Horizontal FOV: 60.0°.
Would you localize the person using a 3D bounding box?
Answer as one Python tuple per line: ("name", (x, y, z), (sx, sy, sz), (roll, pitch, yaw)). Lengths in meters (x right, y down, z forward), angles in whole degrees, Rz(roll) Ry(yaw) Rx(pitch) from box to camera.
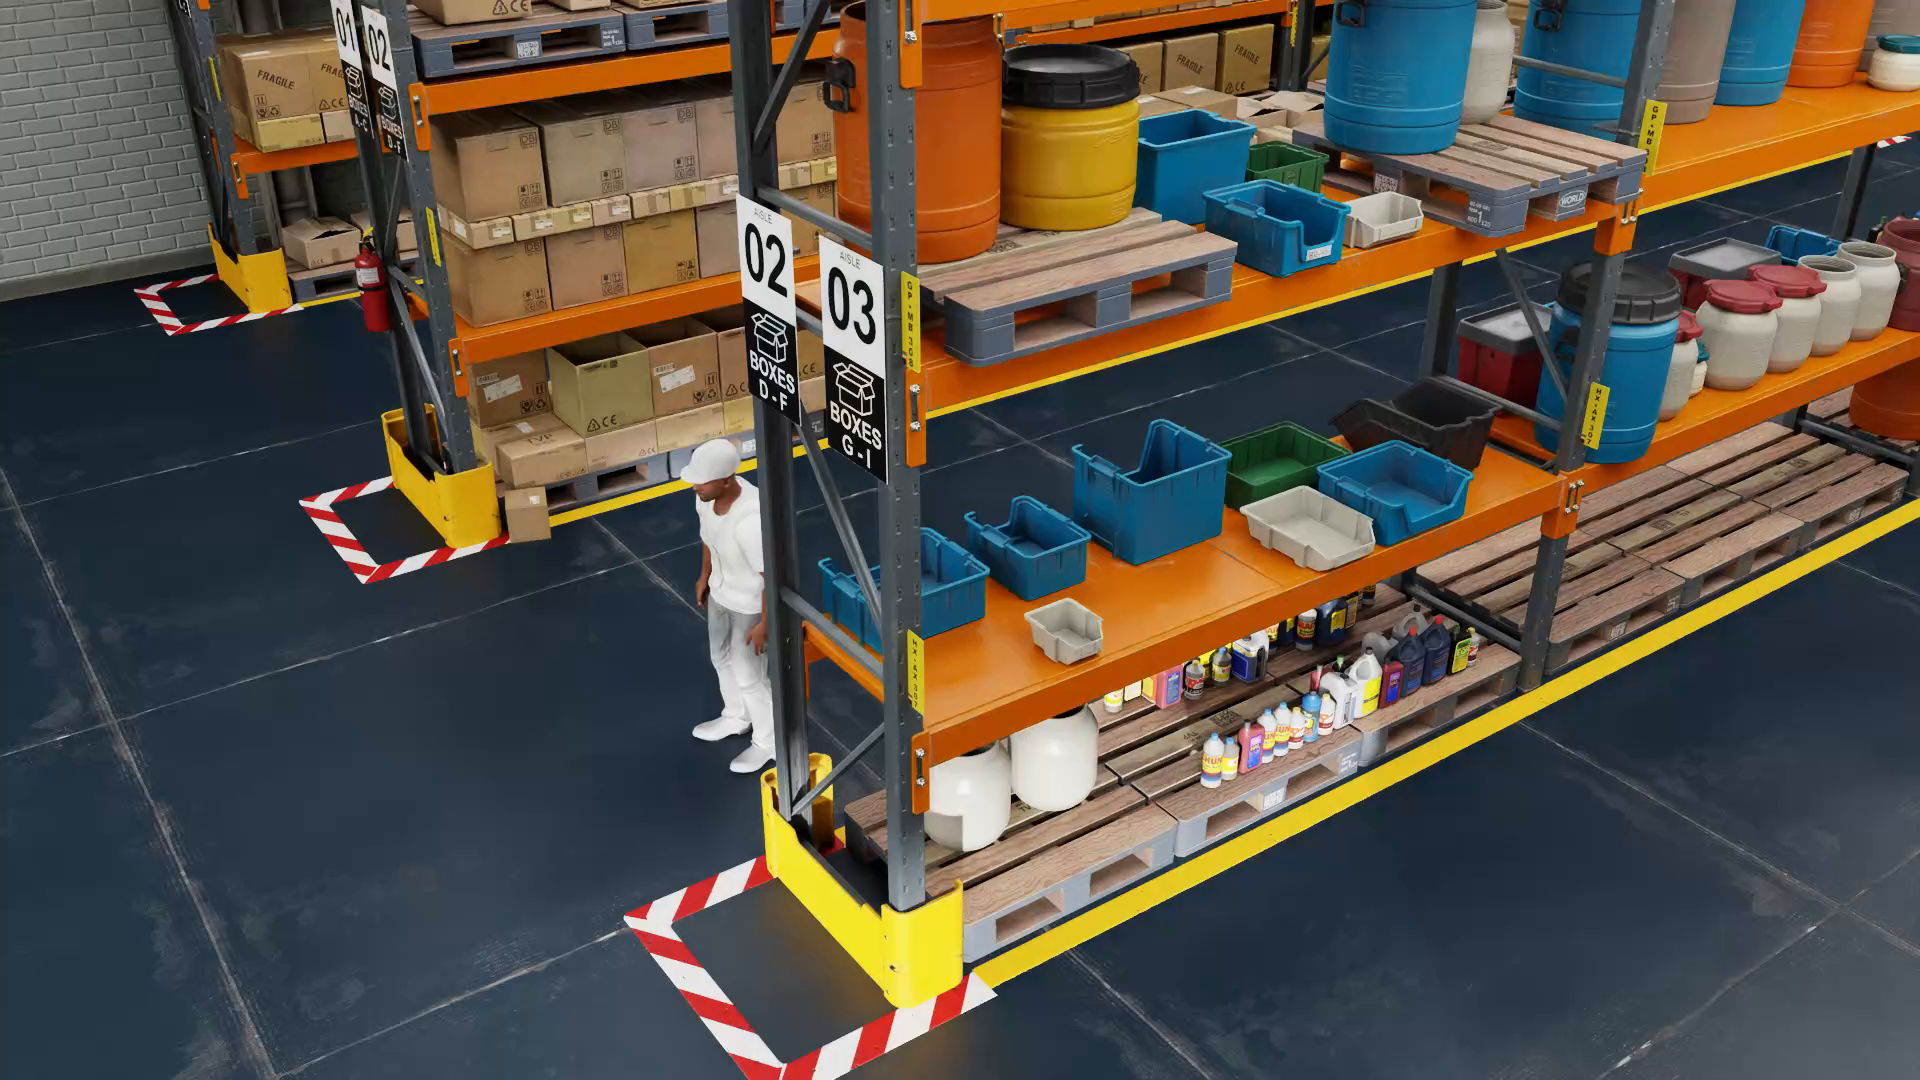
("person", (-1.089, 0.294, 8.062), (0.463, 1.760, 0.632), (-19, 34, -31))
